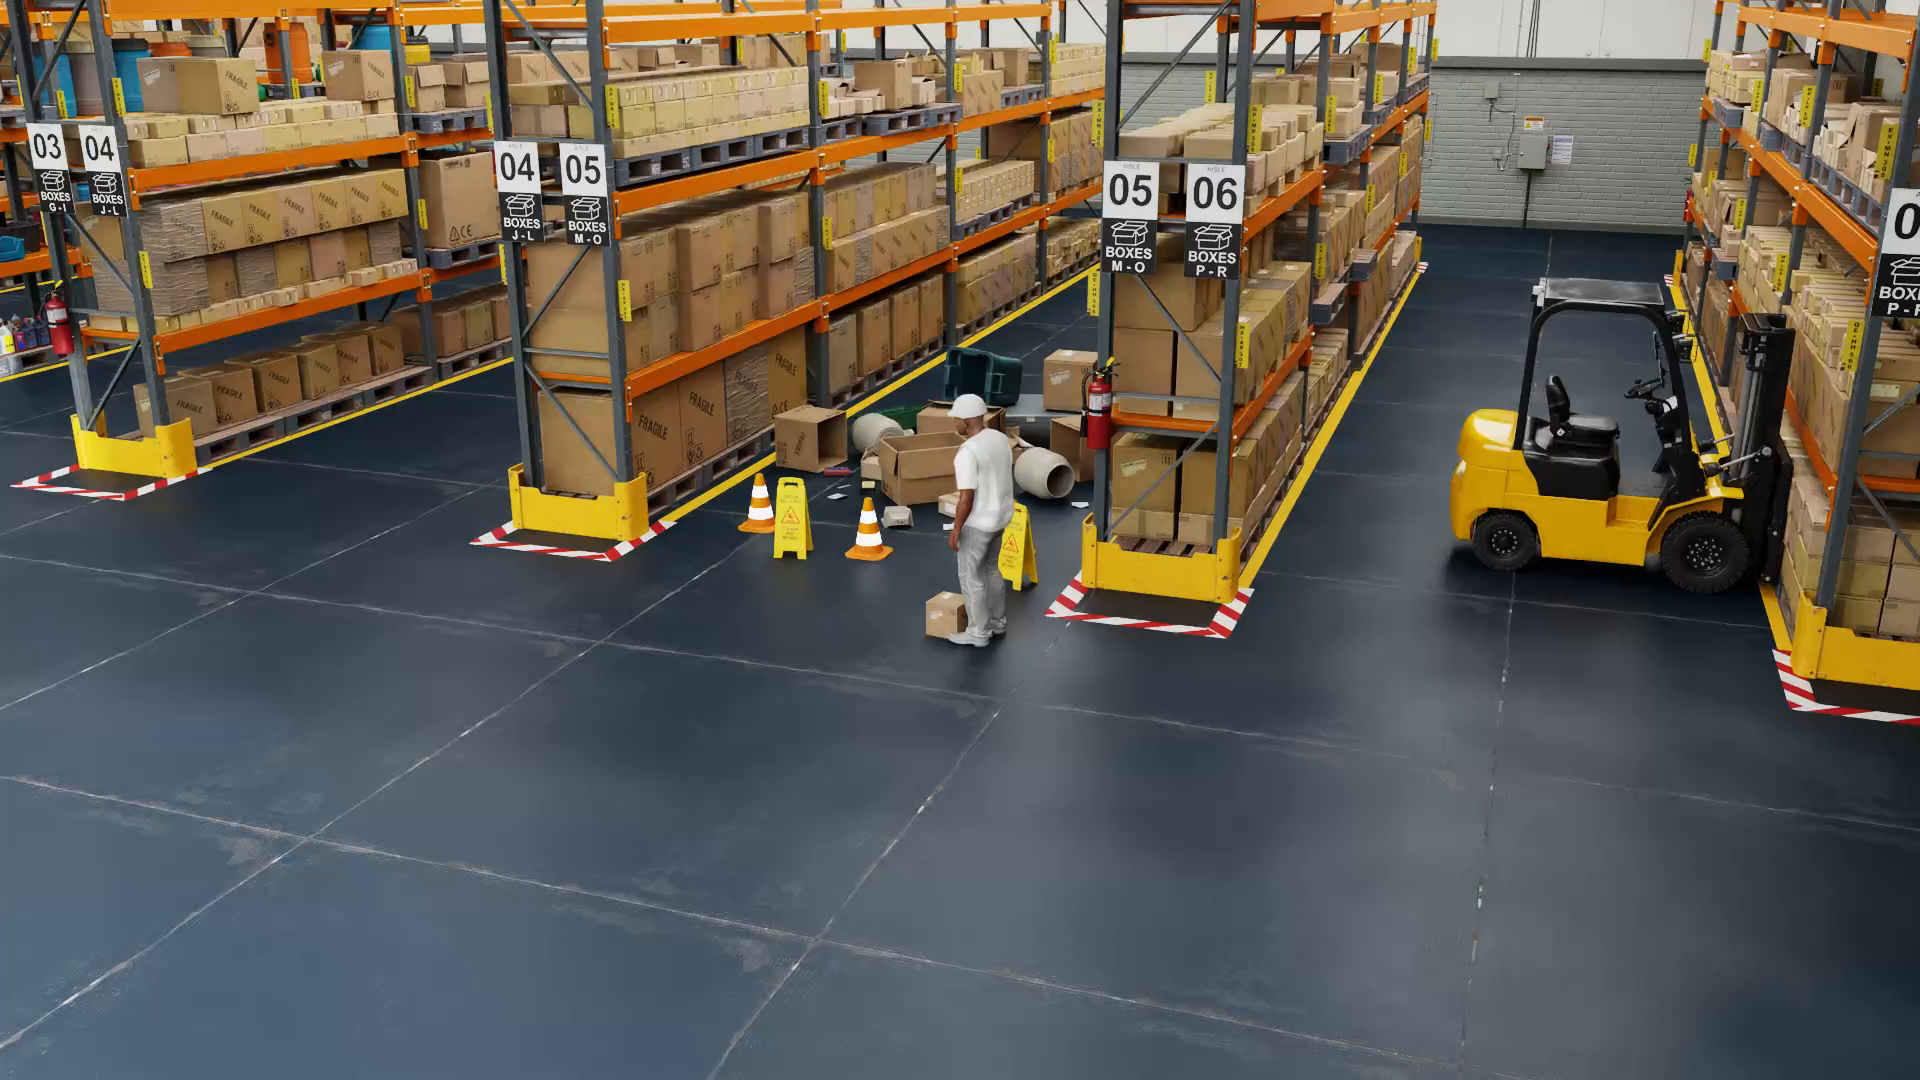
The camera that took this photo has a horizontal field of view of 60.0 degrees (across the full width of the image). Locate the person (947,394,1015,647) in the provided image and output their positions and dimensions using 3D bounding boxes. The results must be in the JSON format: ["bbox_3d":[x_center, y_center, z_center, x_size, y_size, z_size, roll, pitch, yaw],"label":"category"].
[{"bbox_3d":[0.129,-0.144,11.461,0.458,1.761,0.626,11,21,29],"label":"person"}]
